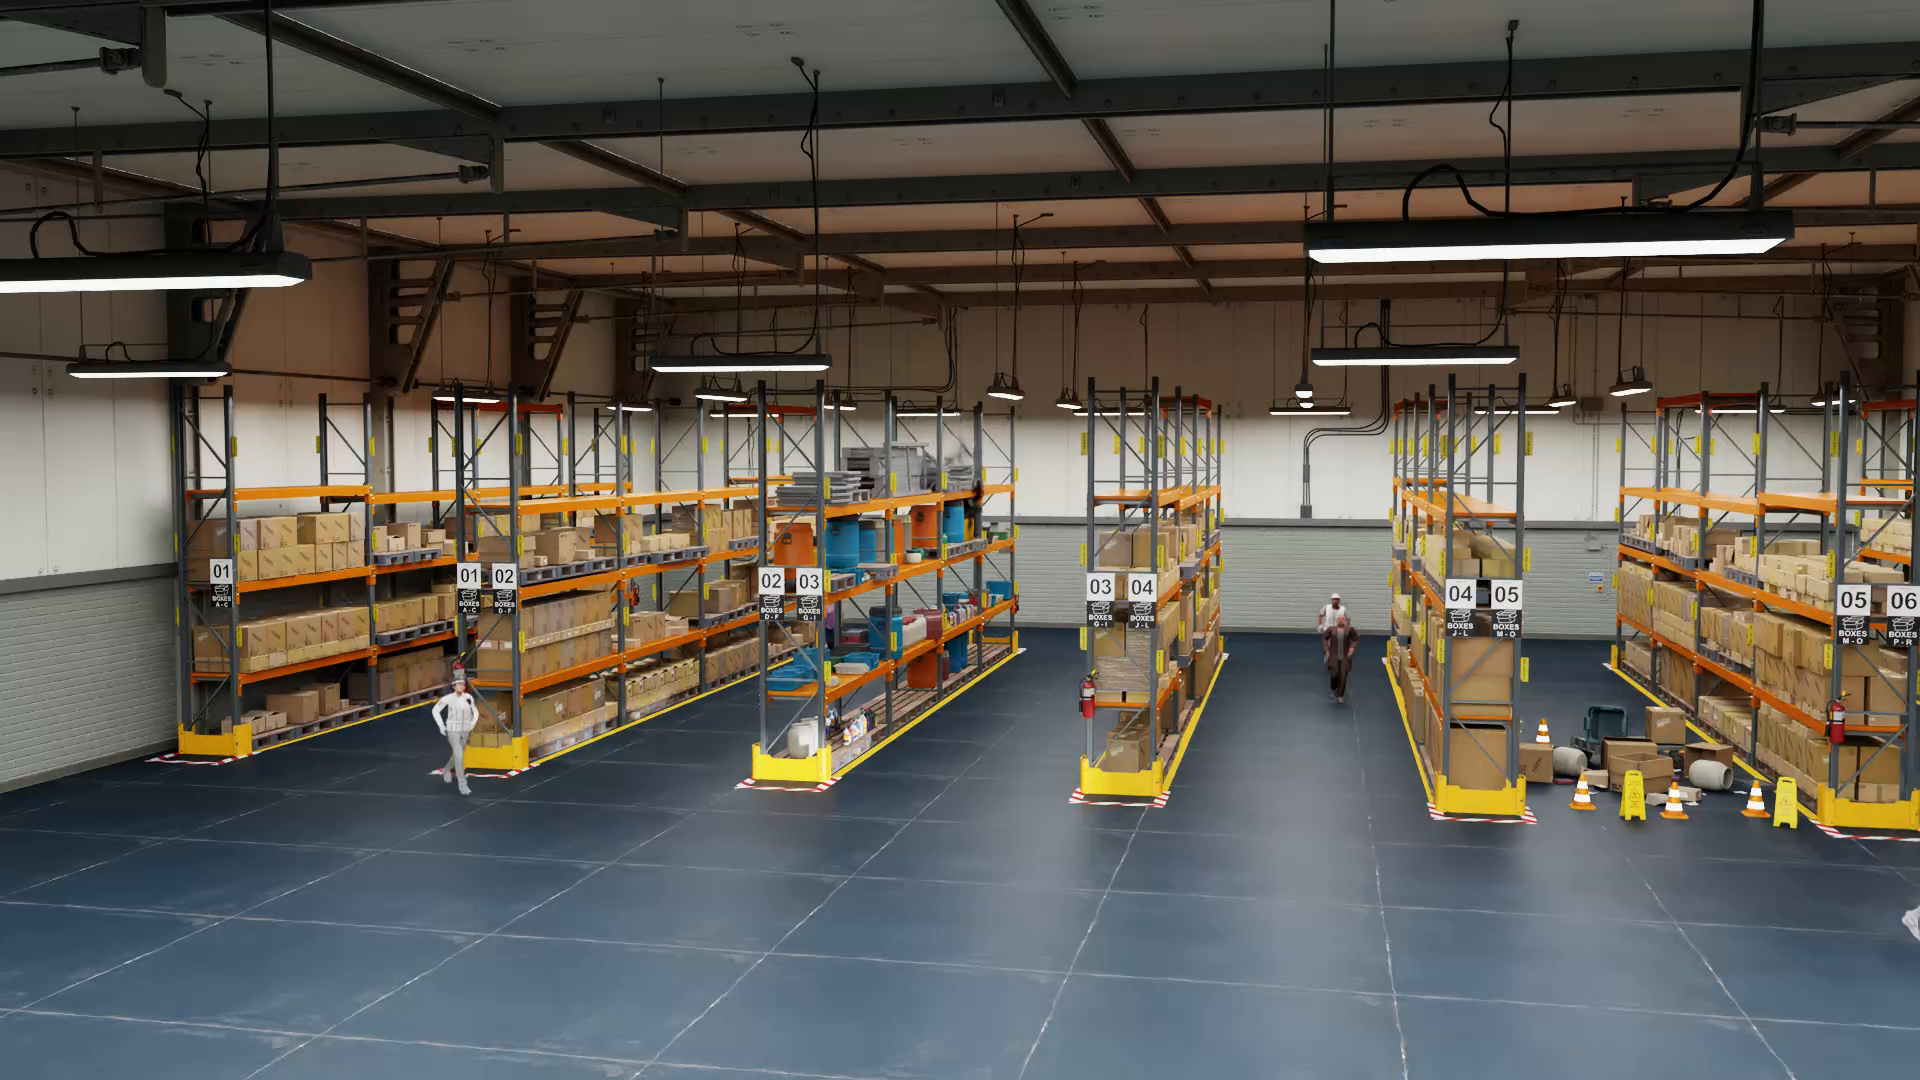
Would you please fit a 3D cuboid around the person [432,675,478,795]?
[{"bbox_3d":[-7.324,2.809,24.246,0.869,1.706,0.635,3,4,43],"label":"person"}]

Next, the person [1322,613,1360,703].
[{"bbox_3d":[7.453,2.310,32.548,0.723,1.746,0.629,1,3,12],"label":"person"}]

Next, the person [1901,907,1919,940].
[{"bbox_3d":[9.765,3.190,16.262,0.701,1.765,0.972,-2,4,-36],"label":"person"}]

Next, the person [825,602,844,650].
[{"bbox_3d":[-2.784,1.921,36.107,0.523,1.559,0.504,0,3,1],"label":"person"}]

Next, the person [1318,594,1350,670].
[{"bbox_3d":[8.400,2.059,37.335,0.711,1.733,0.562,1,3,15],"label":"person"}]
